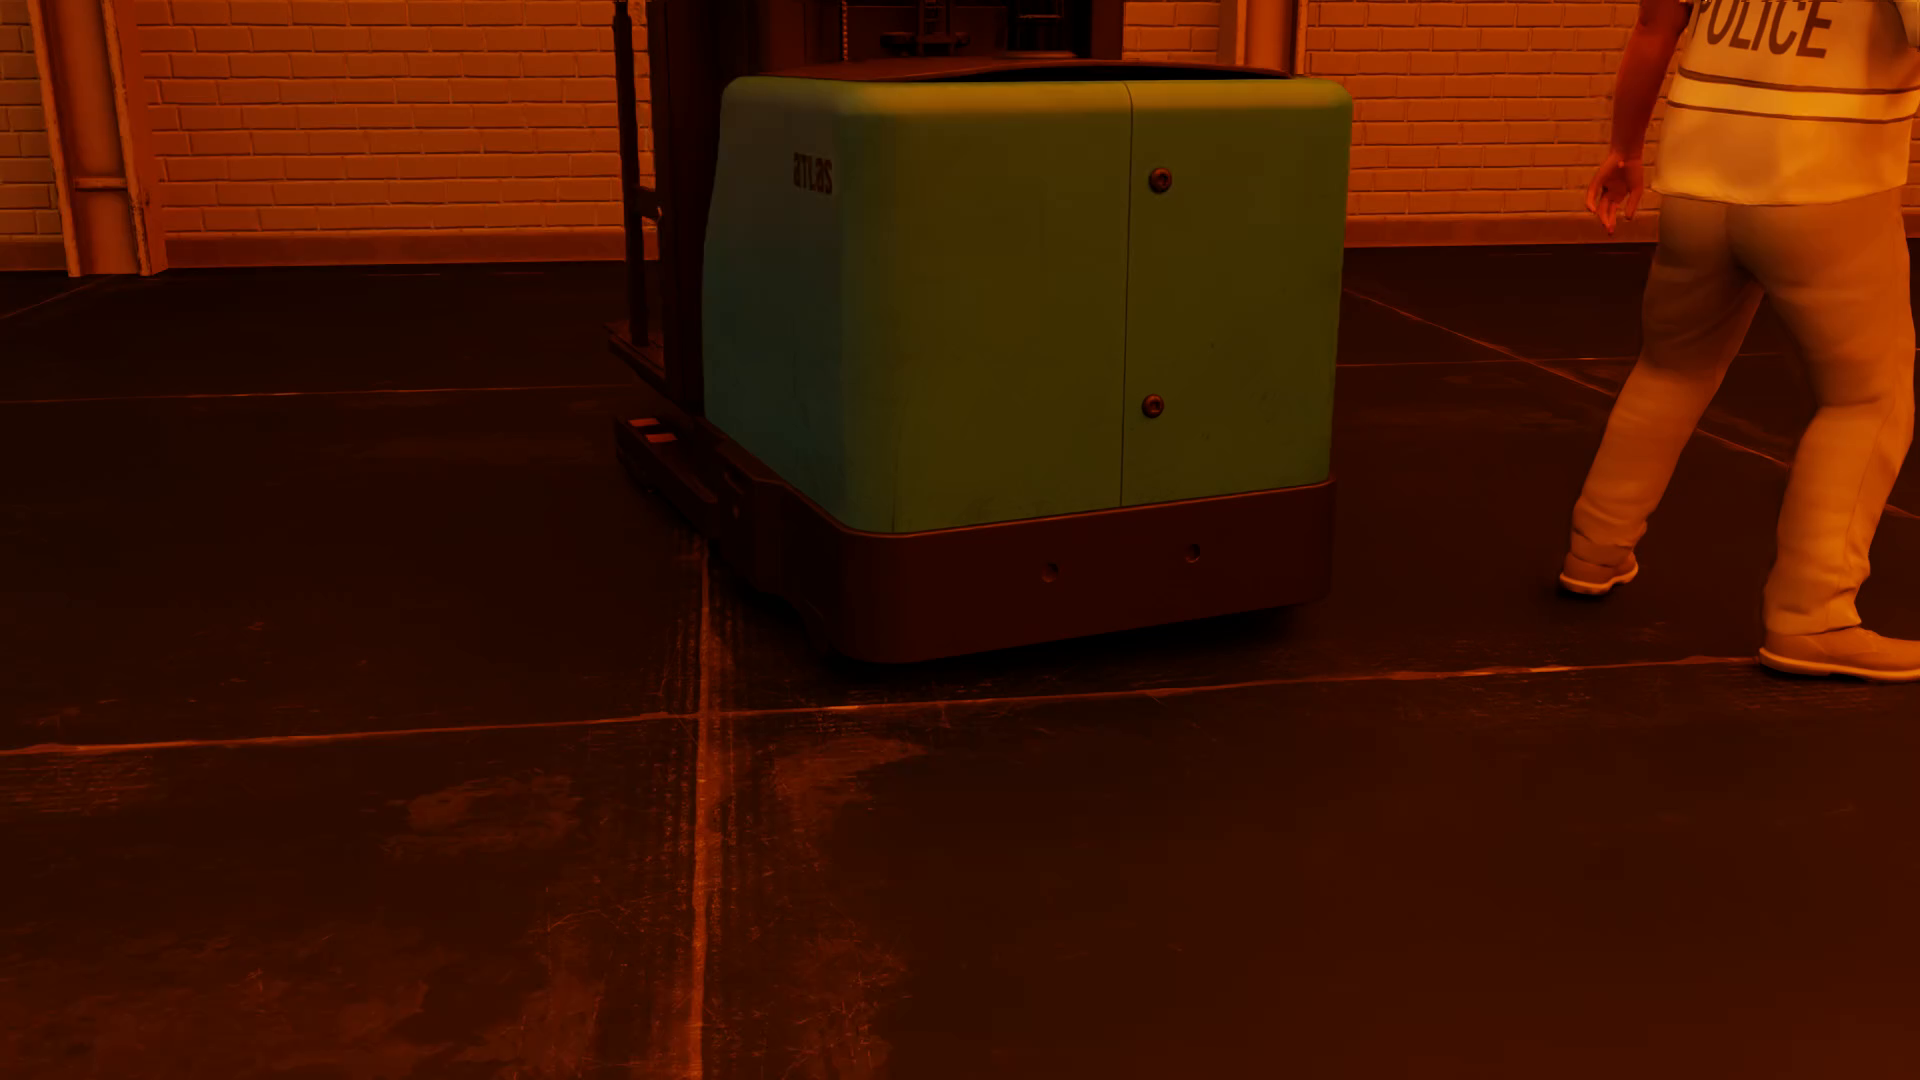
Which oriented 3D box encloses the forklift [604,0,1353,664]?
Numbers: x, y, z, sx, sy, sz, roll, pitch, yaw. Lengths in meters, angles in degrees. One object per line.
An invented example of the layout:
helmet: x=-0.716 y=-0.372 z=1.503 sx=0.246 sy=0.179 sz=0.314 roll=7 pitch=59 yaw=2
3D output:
forklift: x=-0.294 y=-1.563 z=4.072 sx=1.130 sy=2.935 sz=3.031 roll=-7 pitch=18 yaw=-22

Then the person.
person: x=1.544 y=-0.634 z=3.117 sx=0.406 sy=1.711 sz=0.873 roll=-9 pitch=19 yaw=-27
